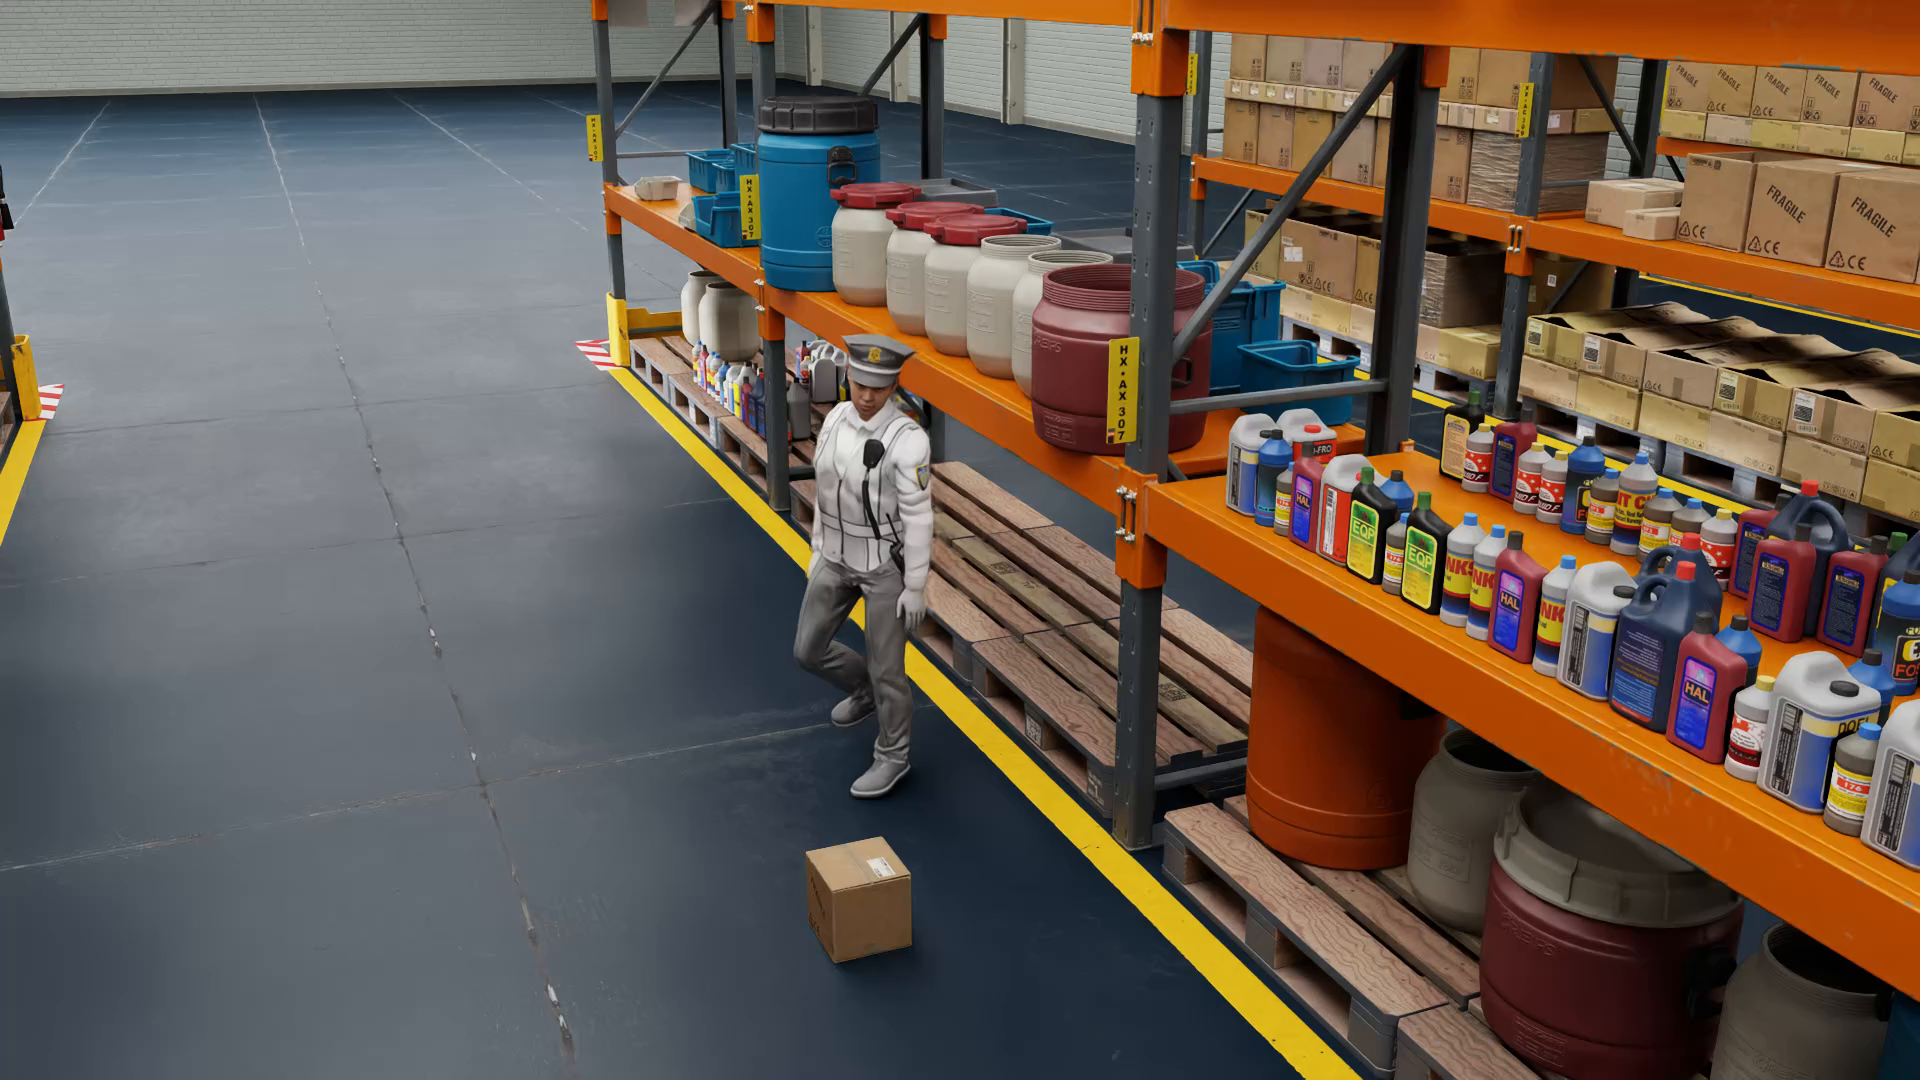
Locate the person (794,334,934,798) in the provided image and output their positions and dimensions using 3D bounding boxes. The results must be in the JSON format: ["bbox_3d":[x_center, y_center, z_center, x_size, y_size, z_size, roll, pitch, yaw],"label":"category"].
[{"bbox_3d":[-0.312,0.079,5.794,0.634,1.661,0.471,15,24,37],"label":"person"}]
